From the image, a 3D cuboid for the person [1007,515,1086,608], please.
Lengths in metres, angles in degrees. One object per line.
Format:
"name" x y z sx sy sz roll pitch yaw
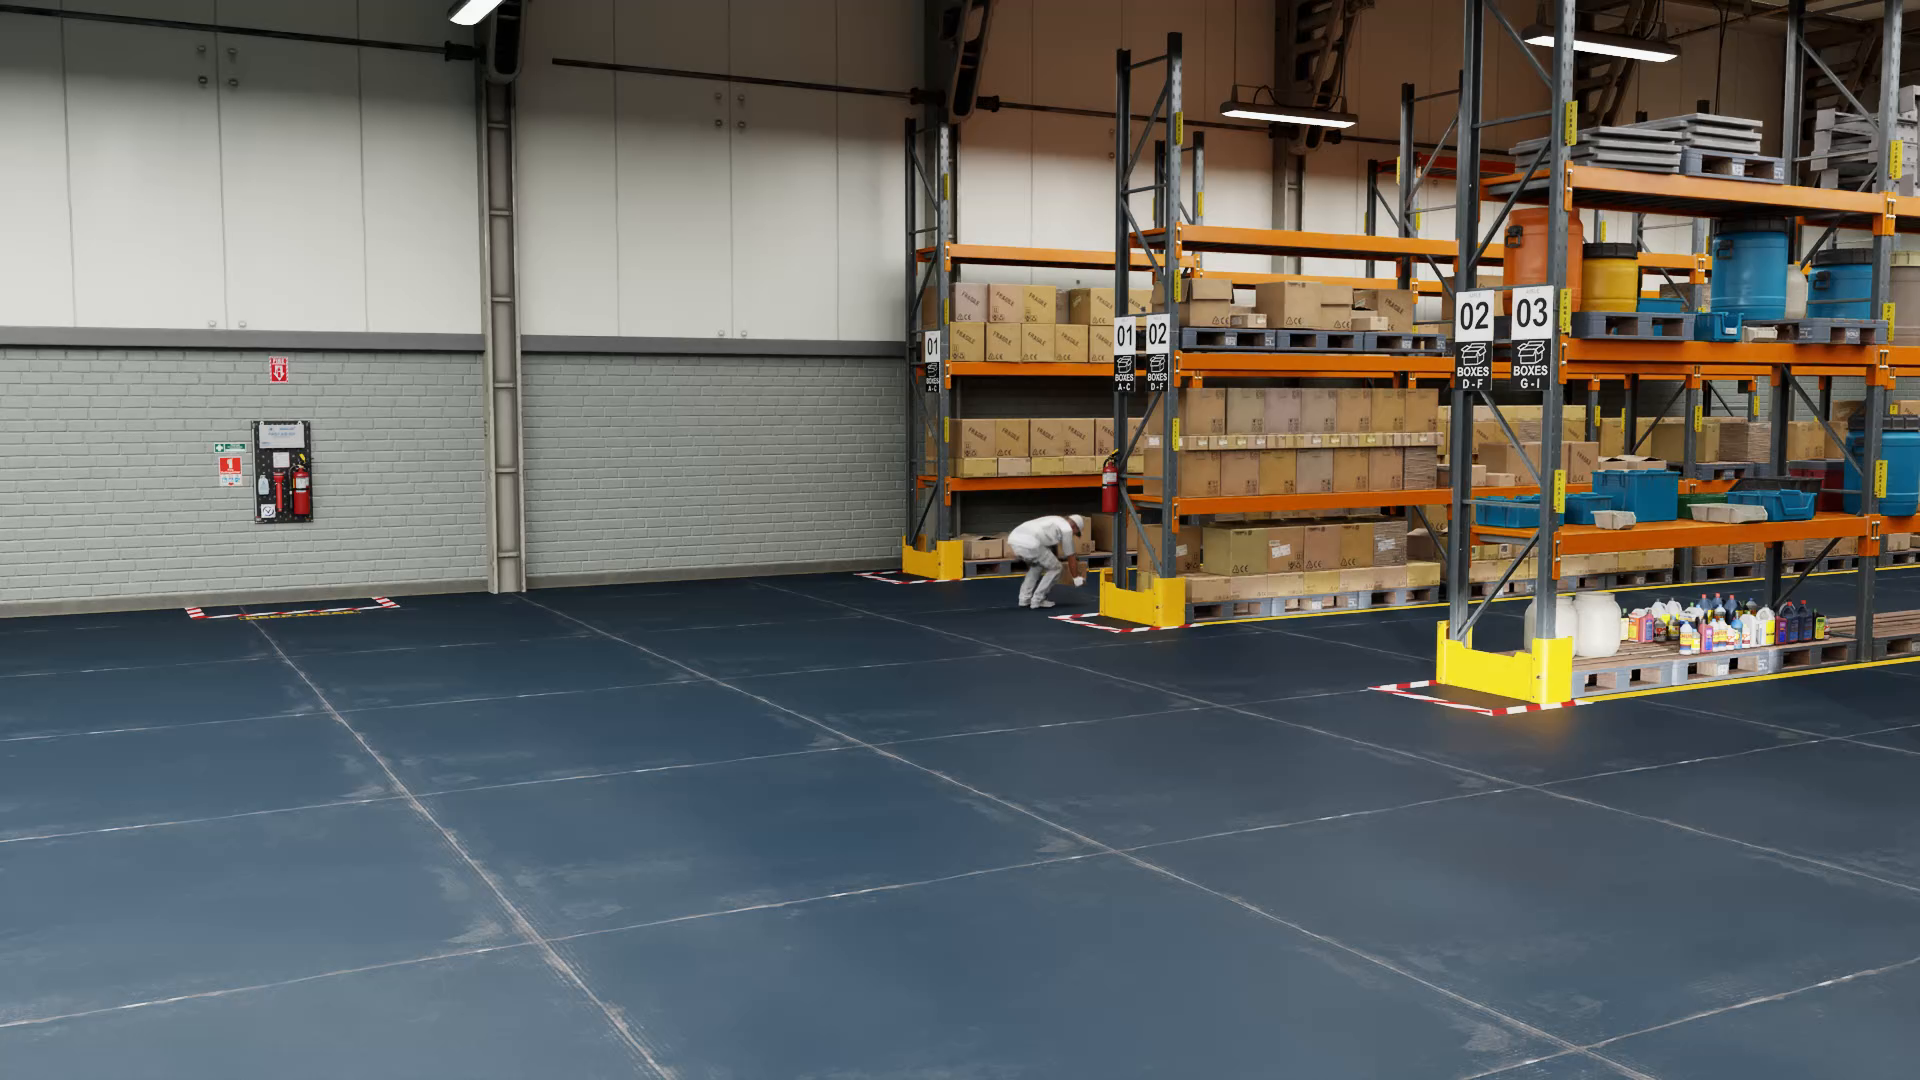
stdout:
"person" 0.994 0.235 18.812 0.977 1.015 0.546 -3 6 -31
